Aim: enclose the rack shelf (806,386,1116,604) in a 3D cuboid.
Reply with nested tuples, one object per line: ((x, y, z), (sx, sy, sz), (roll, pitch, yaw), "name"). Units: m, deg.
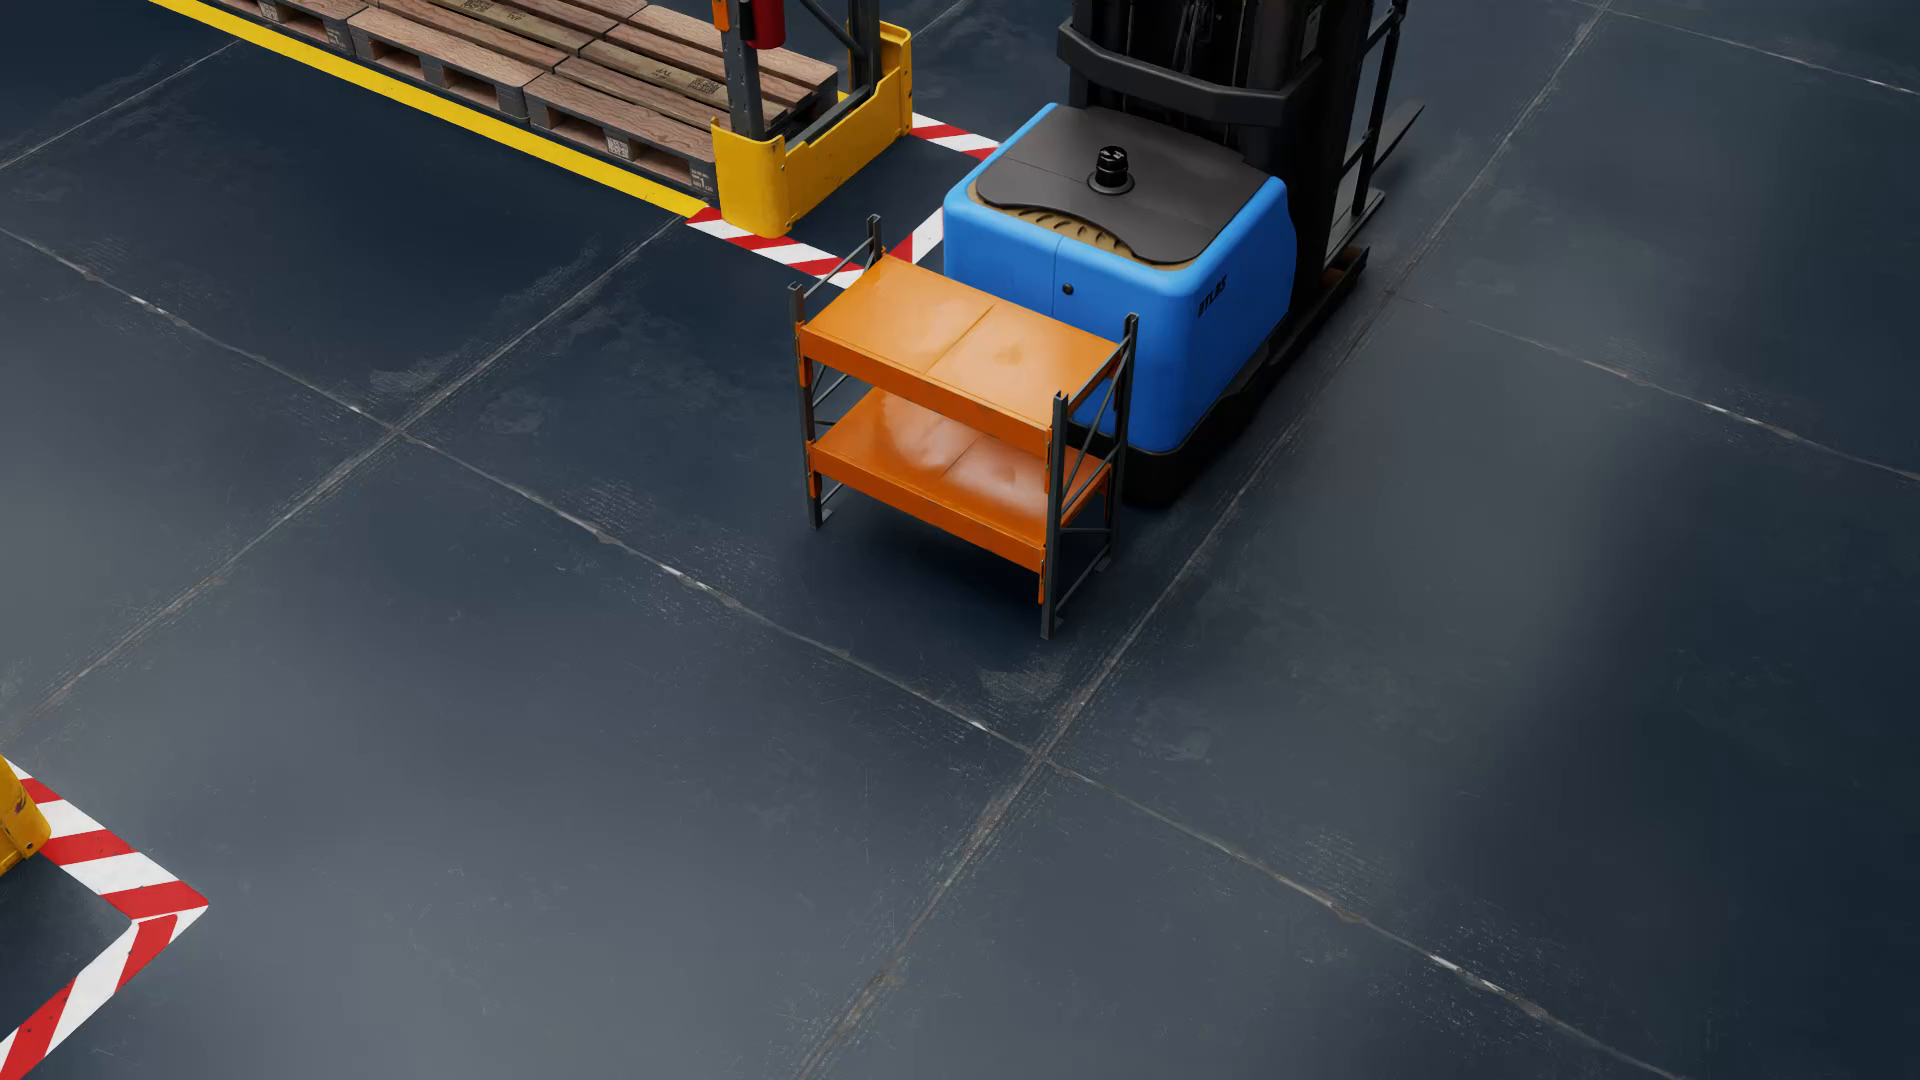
((0.006, -0.219, 6.019), (1.000, 0.278, 0.538), (25, 51, 22), "rack shelf")

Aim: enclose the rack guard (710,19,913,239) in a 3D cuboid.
((-0.669, -1.949, 7.795), (0.348, 0.500, 1.175), (25, 51, 22), "rack guard")

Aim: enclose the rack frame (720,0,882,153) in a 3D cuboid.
((-0.696, -2.821, 6.900), (0.127, 3.000, 1.000), (25, 51, 22), "rack frame")

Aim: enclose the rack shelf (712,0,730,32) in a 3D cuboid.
((-2.379, -3.345, 7.910), (4.000, 0.370, 1.077), (25, 51, 22), "rack shelf")

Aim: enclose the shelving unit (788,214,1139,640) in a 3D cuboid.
((0.006, -0.389, 5.844), (1.048, 1.125, 0.538), (25, 51, 22), "shelving unit")

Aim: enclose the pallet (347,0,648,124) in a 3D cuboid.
((-2.392, -2.665, 8.693), (1.213, 0.211, 1.003), (25, 51, 22), "pallet")

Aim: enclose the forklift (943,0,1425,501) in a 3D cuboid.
((1.141, -2.205, 6.349), (1.130, 2.935, 3.031), (25, 51, 22), "forklift")

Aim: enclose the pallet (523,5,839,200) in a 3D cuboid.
((-1.369, -2.192, 8.233), (1.213, 0.211, 1.003), (25, 51, 22), "pallet")

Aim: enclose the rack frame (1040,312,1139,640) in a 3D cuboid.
((0.434, -0.193, 5.653), (0.032, 1.125, 0.500), (25, 51, 22), "rack frame")

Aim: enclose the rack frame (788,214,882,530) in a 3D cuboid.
((-0.422, -0.586, 6.035), (0.032, 1.125, 0.500), (25, 51, 22), "rack frame")

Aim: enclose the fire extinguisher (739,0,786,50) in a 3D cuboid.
((-0.814, -2.332, 6.738), (0.183, 0.674, 0.296), (25, 51, 22), "fire extinguisher")

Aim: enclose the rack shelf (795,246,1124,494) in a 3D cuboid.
((0.006, -0.593, 5.634), (1.000, 0.278, 0.538), (25, 51, 22), "rack shelf")

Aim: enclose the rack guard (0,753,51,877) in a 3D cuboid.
((-3.349, 1.049, 4.882), (0.348, 0.500, 1.175), (25, 51, 22), "rack guard")

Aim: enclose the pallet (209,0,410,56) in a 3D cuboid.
((-3.423, -3.137, 9.151), (1.213, 0.211, 1.003), (25, 51, 22), "pallet")
